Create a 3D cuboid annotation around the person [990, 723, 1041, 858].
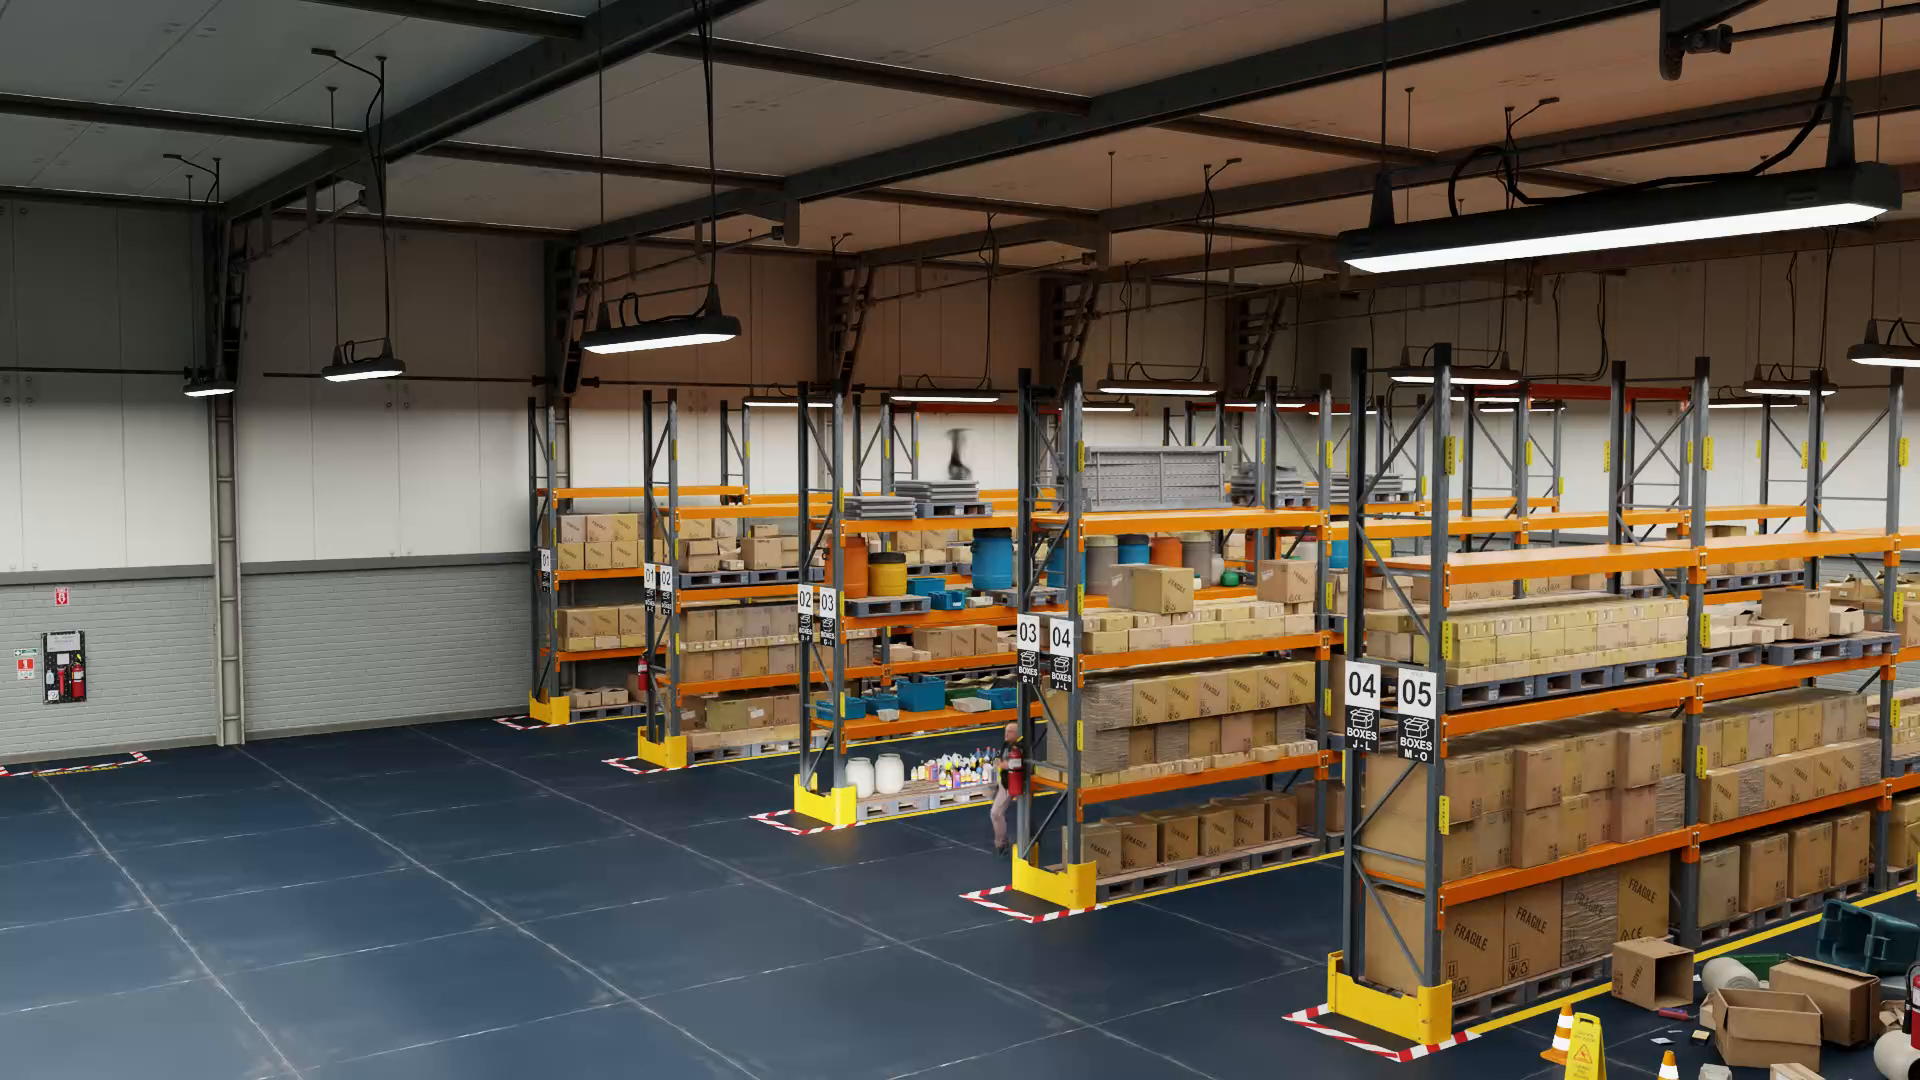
[{"bbox_3d":[0.745,3.128,20.663,0.824,1.774,0.645,-3,5,-43],"label":"person"}]
